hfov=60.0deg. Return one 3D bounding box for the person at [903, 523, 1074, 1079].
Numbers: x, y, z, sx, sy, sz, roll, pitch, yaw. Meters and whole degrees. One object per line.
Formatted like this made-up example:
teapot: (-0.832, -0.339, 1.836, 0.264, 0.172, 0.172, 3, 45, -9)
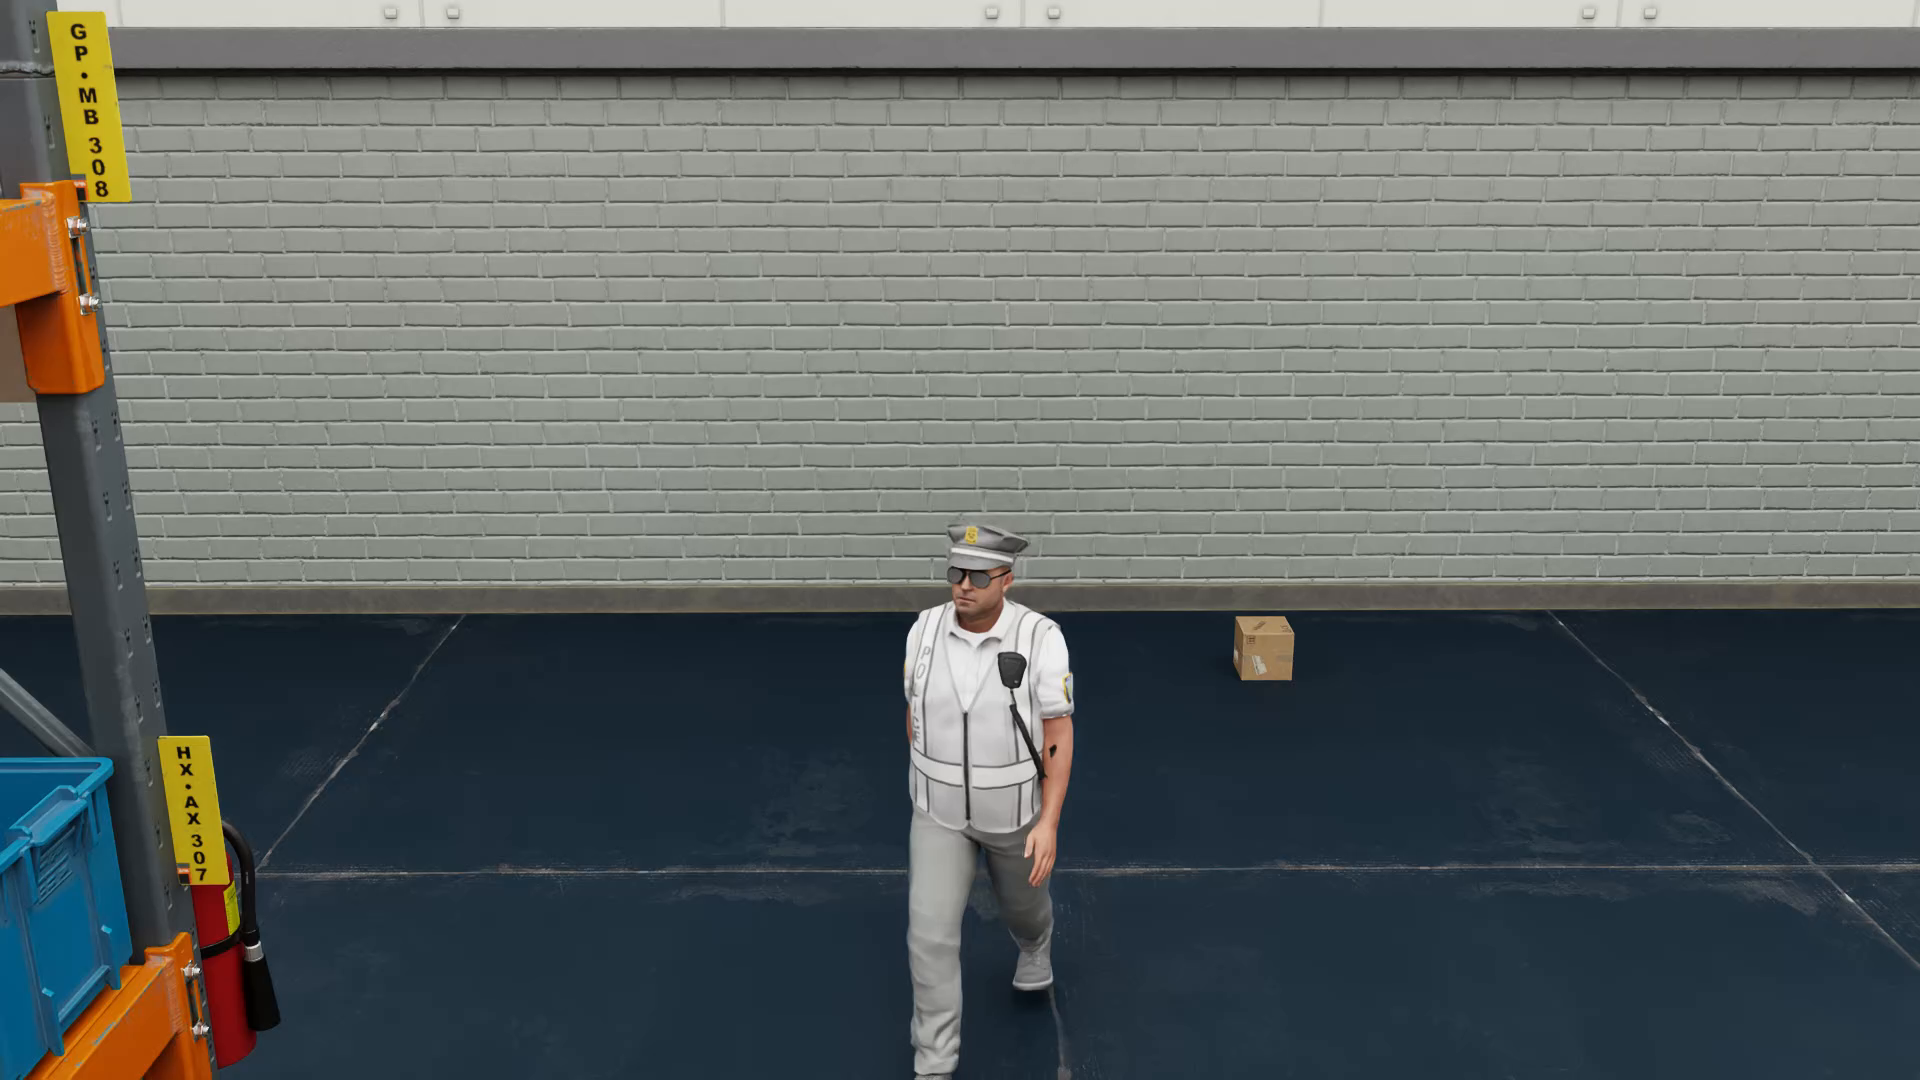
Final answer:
person: (0.074, 0.769, 4.968, 0.533, 1.726, 1.056, 3, 17, 11)
